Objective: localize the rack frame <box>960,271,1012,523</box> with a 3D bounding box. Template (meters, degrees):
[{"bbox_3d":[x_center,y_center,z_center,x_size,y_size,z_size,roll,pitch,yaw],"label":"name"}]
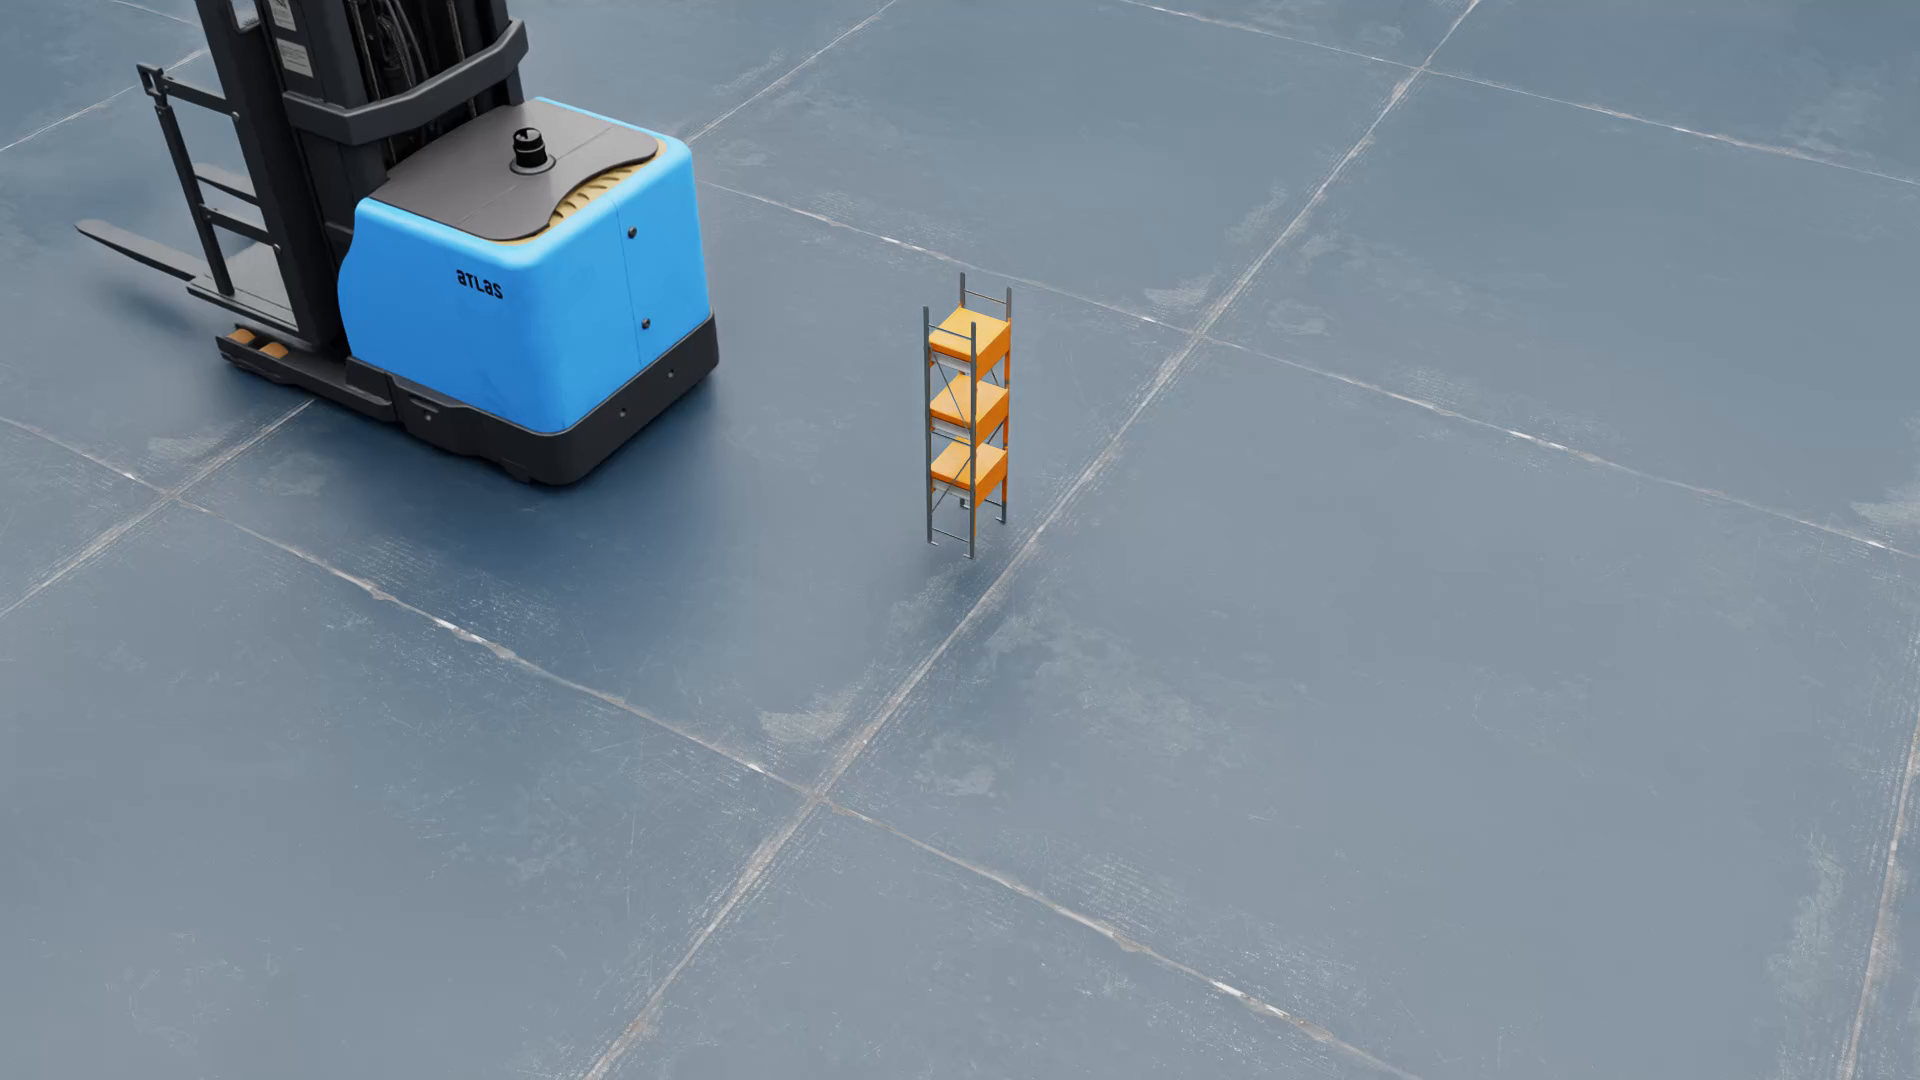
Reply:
[{"bbox_3d":[0.088,-0.494,6.017,0.200,1.050,0.008,21,45,22],"label":"rack frame"}]

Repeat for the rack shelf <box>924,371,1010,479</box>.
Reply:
[{"bbox_3d":[0.027,-0.417,5.945,0.215,0.259,0.240,21,45,22],"label":"rack shelf"}]

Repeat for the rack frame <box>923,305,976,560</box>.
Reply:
[{"bbox_3d":[-0.034,-0.355,5.859,0.200,1.050,0.008,21,45,22],"label":"rack frame"}]

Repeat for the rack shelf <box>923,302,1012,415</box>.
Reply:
[{"bbox_3d":[0.027,-0.630,5.757,0.215,0.259,0.240,21,45,22],"label":"rack shelf"}]

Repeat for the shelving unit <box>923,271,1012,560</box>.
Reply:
[{"bbox_3d":[0.027,-0.425,5.938,0.215,1.050,0.252,21,45,22],"label":"shelving unit"}]

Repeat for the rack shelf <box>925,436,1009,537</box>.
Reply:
[{"bbox_3d":[0.027,-0.208,6.128,0.215,0.259,0.240,21,45,22],"label":"rack shelf"}]

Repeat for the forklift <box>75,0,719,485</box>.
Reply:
[{"bbox_3d":[-2.543,-2.040,6.349,3.031,2.935,1.130,21,46,23],"label":"forklift"}]
